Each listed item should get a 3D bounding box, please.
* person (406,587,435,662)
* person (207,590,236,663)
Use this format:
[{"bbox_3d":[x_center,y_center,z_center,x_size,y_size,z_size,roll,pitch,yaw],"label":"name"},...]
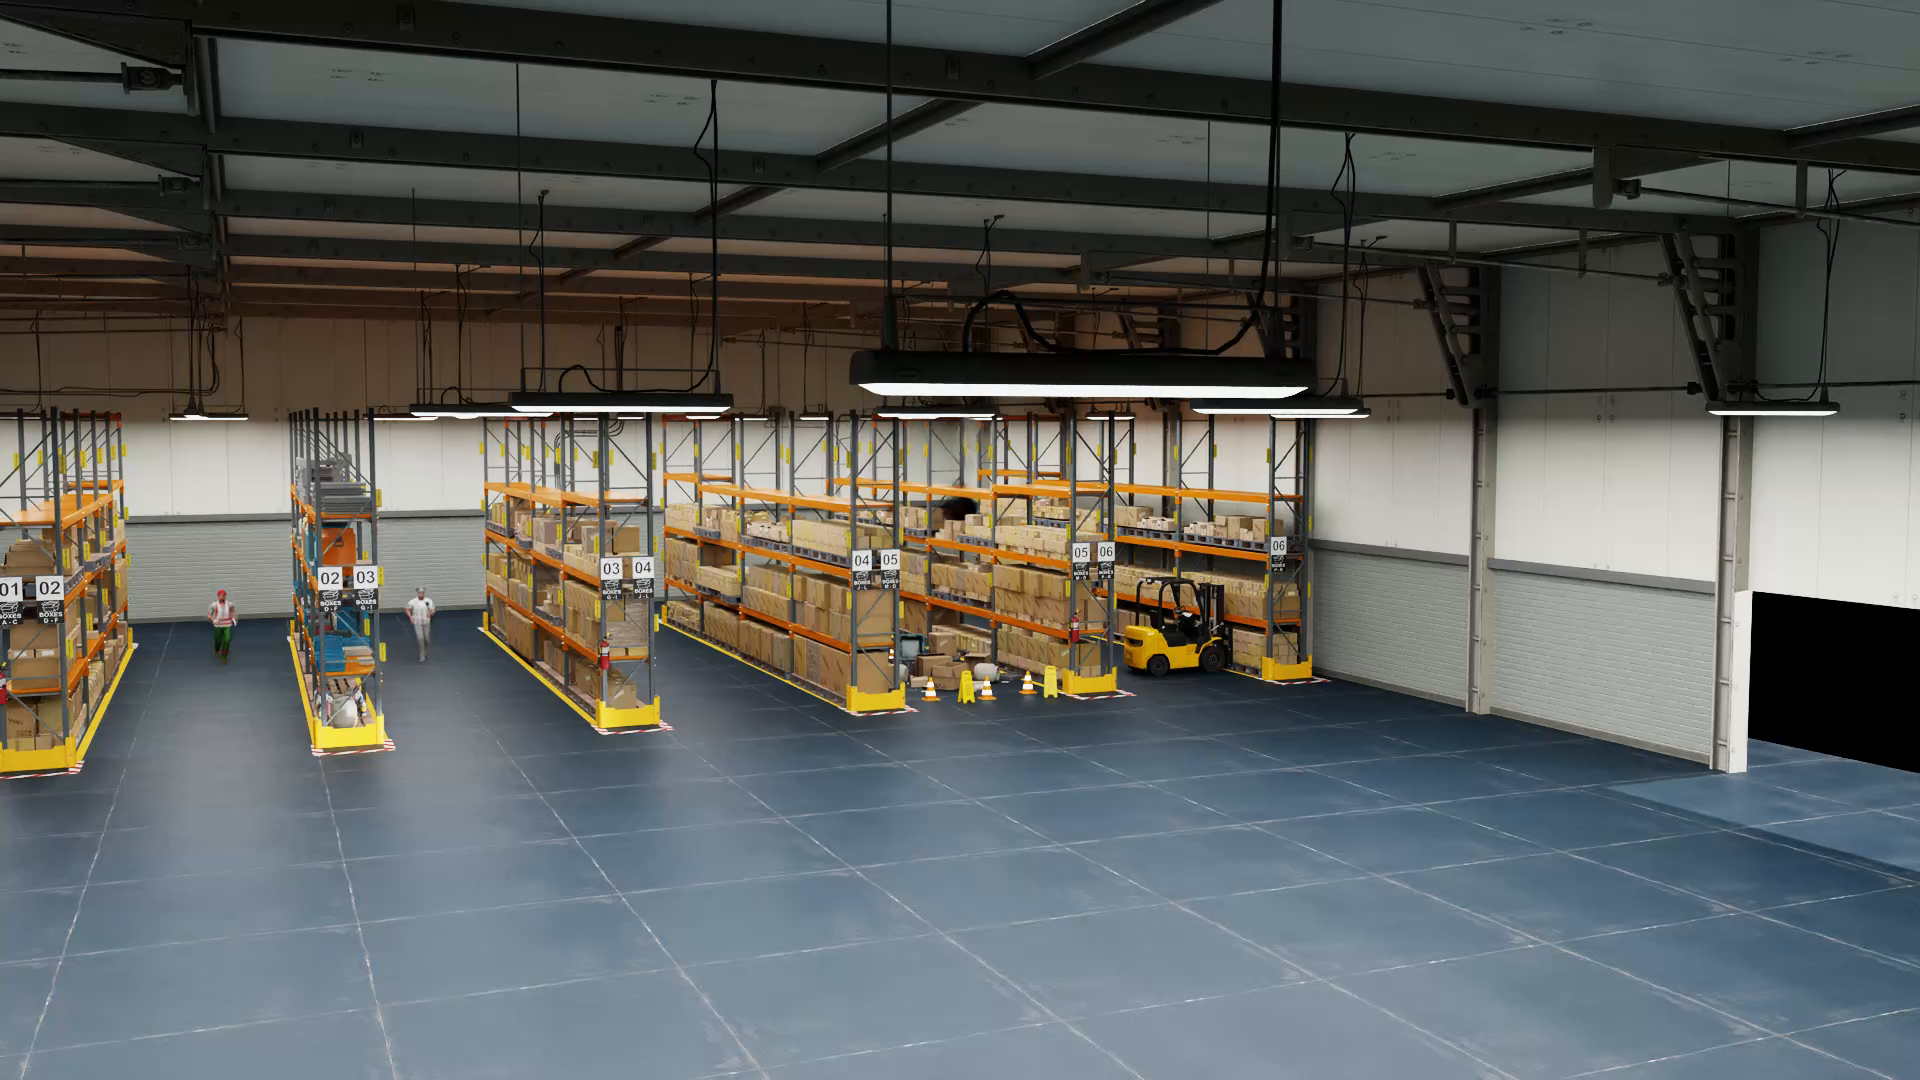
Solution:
[{"bbox_3d":[-13.067,2.018,40.335,0.666,1.790,0.825,-2,4,-27],"label":"person"},{"bbox_3d":[-17.637,2.064,39.760,0.653,1.749,0.714,-3,5,-33],"label":"person"}]
